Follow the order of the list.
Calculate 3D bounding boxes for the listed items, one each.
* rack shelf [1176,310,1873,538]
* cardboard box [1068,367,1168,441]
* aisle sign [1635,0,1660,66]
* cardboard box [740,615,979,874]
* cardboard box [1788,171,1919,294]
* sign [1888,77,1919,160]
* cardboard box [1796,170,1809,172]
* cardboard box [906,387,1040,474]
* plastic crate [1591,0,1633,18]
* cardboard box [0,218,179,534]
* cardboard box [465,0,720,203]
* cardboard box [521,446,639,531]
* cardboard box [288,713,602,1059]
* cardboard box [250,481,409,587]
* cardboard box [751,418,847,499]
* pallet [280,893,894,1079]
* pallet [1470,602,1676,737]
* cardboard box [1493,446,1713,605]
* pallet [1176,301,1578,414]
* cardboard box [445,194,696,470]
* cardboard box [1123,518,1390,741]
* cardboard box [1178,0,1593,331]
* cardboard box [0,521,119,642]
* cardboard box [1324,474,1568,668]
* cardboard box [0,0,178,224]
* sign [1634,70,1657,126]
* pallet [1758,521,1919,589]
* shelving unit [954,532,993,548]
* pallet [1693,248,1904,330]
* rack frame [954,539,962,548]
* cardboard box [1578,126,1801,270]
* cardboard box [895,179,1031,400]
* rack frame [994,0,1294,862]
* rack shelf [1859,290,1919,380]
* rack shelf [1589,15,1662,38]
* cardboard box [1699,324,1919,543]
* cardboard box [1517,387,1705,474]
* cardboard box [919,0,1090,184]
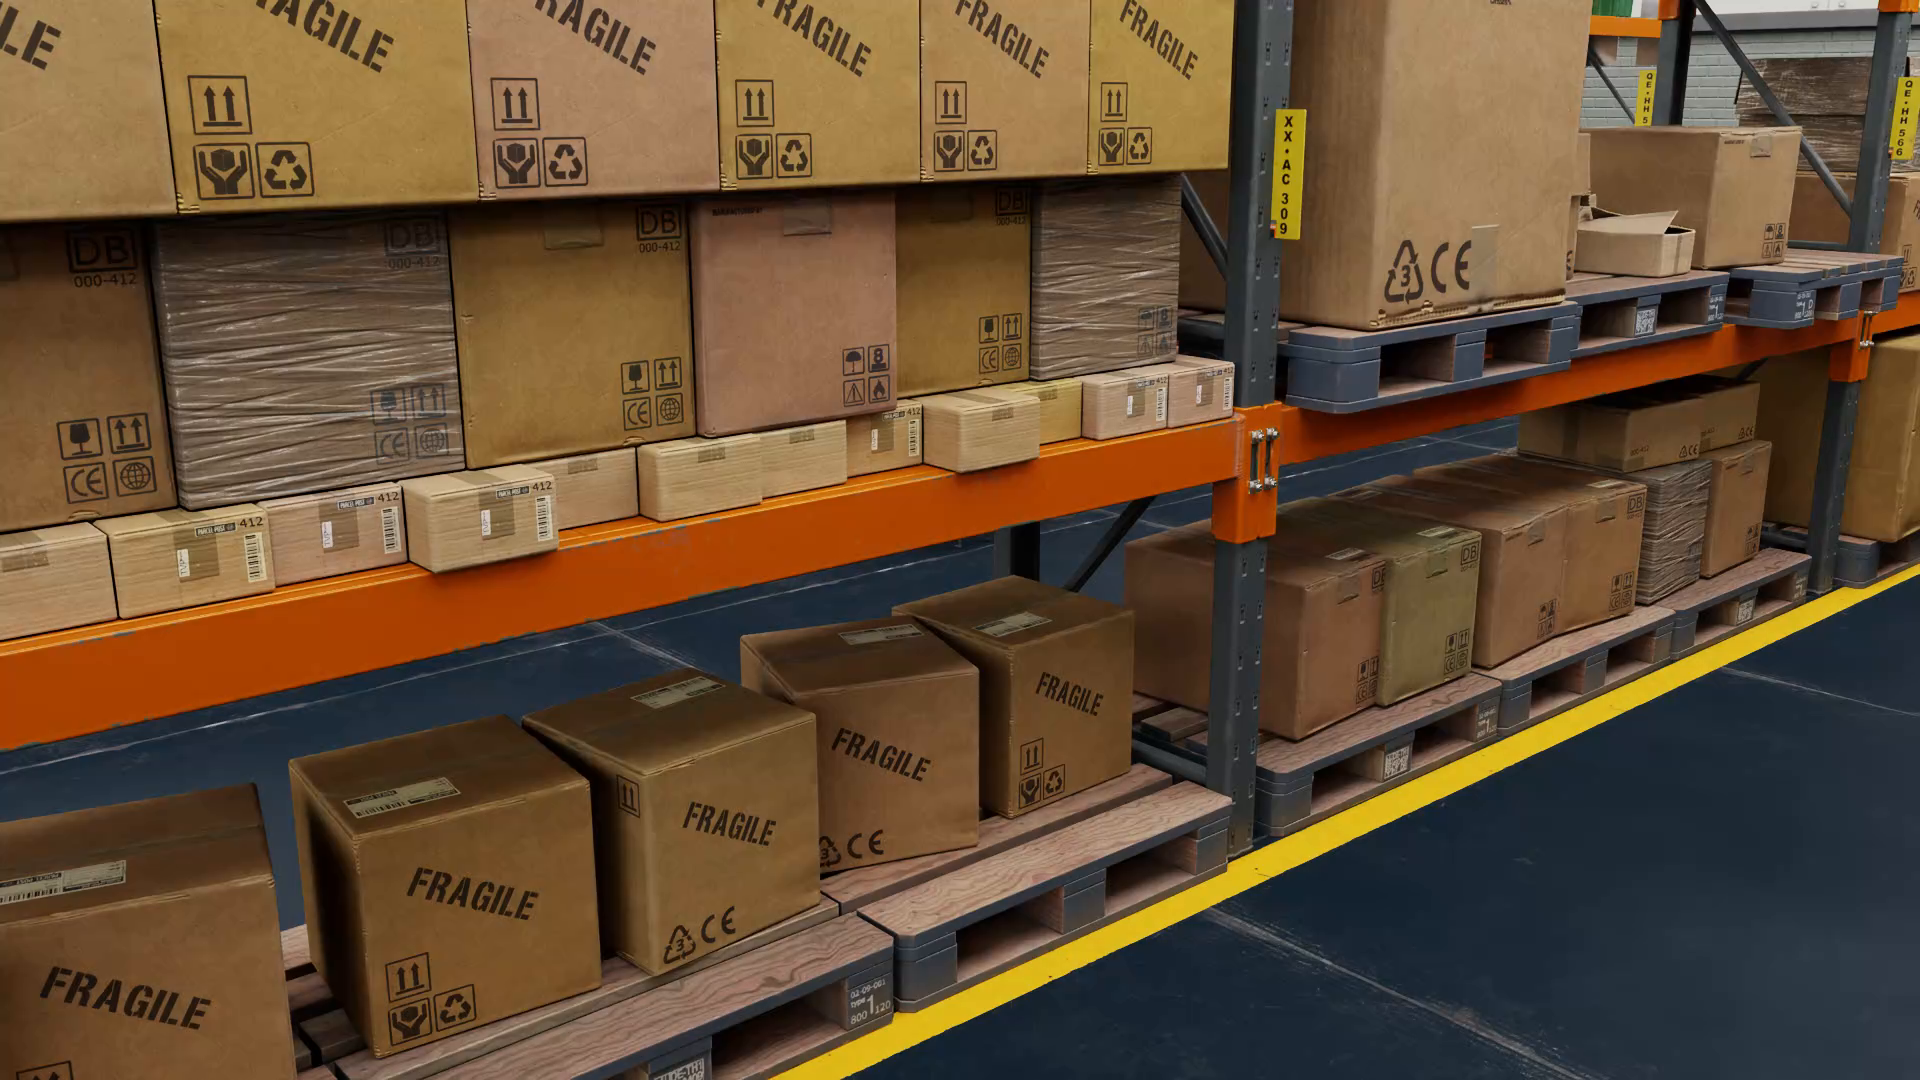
[{"bbox_3d":[1.989,-0.620,6.151,4.000,0.370,1.077,-13,19,-39],"label":"rack shelf"},{"bbox_3d":[0.316,-0.373,4.320,0.250,0.149,0.380,-13,19,-39],"label":"cardboard box"},{"bbox_3d":[6.528,-4.836,15.507,0.004,0.787,0.394,-13,19,-39],"label":"aisle sign"},{"bbox_3d":[-0.275,0.535,4.465,0.500,0.500,0.500,-6,16,-22],"label":"cardboard box"},{"bbox_3d":[4.043,-1.384,7.423,0.500,0.500,0.500,-12,19,-38],"label":"cardboard box"},{"bbox_3d":[3.861,-1.723,6.798,0.005,0.325,0.100,-13,19,-39],"label":"sign"},{"bbox_3d":[3.708,-1.486,7.807,0.500,0.500,0.500,-12,19,-38],"label":"cardboard box"},{"bbox_3d":[-0.027,-0.278,3.965,0.250,0.149,0.380,-13,19,-39],"label":"cardboard box"},{"bbox_3d":[5.725,-4.750,14.817,0.336,0.188,0.450,-13,19,-39],"label":"plastic crate"},{"bbox_3d":[-1.806,-0.339,2.935,0.500,0.500,0.875,-13,19,-39],"label":"cardboard box"},{"bbox_3d":[-0.812,-0.920,3.174,0.500,0.500,0.500,-13,19,-39],"label":"cardboard box"},{"bbox_3d":[-0.869,-0.135,3.428,0.250,0.149,0.380,-13,19,-39],"label":"cardboard box"},{"bbox_3d":[-1.142,0.741,3.692,0.500,0.500,0.500,-10,18,-34],"label":"cardboard box"},{"bbox_3d":[-1.227,-0.044,3.090,0.250,0.149,0.380,-13,19,-39],"label":"cardboard box"},{"bbox_3d":[-0.464,-0.211,3.715,0.250,0.149,0.380,-13,19,-39],"label":"cardboard box"},{"bbox_3d":[-0.924,1.047,3.920,1.213,0.211,1.003,-13,19,-39],"label":"pallet"},{"bbox_3d":[1.988,0.379,6.422,1.213,0.211,1.003,-13,19,-39],"label":"pallet"},{"bbox_3d":[2.596,-0.097,6.792,0.700,0.500,0.500,14,20,42],"label":"cardboard box"},{"bbox_3d":[1.153,-0.637,5.193,1.213,0.211,1.003,-13,19,-39],"label":"pallet"},{"bbox_3d":[-1.015,-0.497,3.529,0.500,0.500,0.875,-13,19,-39],"label":"cardboard box"},{"bbox_3d":[0.958,0.267,5.429,0.700,0.500,0.500,14,21,43],"label":"cardboard box"},{"bbox_3d":[1.172,-1.228,5.060,1.000,1.000,1.000,-12,19,-39],"label":"cardboard box"},{"bbox_3d":[-1.591,0.044,2.758,0.250,0.149,0.380,-13,19,-39],"label":"cardboard box"},{"bbox_3d":[1.752,0.095,6.073,0.700,0.500,0.500,14,20,42],"label":"cardboard box"},{"bbox_3d":[-1.561,-0.749,2.535,0.500,0.500,0.500,-13,19,-39],"label":"cardboard box"},{"bbox_3d":[3.131,-1.973,7.579,0.005,0.325,0.100,-13,19,-39],"label":"sign"},{"bbox_3d":[4.142,-0.078,8.131,1.213,0.211,1.003,-13,19,-39],"label":"pallet"},{"bbox_3d":[0.006,-0.436,8.139,0.210,0.900,0.258,-13,19,-39],"label":"shelving unit"},{"bbox_3d":[3.030,-1.072,6.822,1.003,0.211,1.213,-13,19,-39],"label":"pallet"},{"bbox_3d":[-0.071,-0.419,8.075,0.006,0.900,0.240,-13,19,-39],"label":"rack frame"},{"bbox_3d":[2.761,-1.344,6.461,0.500,0.500,0.700,-9,18,-31],"label":"cardboard box"},{"bbox_3d":[-0.300,-0.678,4.207,0.500,0.500,0.875,-13,19,-39],"label":"cardboard box"},{"bbox_3d":[0.481,-0.628,4.790,0.127,3.000,1.000,-13,19,-39],"label":"rack frame"},{"bbox_3d":[5.007,-1.297,8.688,4.000,0.370,1.077,-13,19,-39],"label":"rack shelf"},{"bbox_3d":[4.773,-4.388,14.447,4.000,0.370,1.077,-13,19,-39],"label":"rack shelf"},{"bbox_3d":[4.032,-0.595,7.969,0.875,0.875,1.225,-14,20,-42],"label":"cardboard box"},{"bbox_3d":[2.619,-0.462,6.705,0.500,0.250,0.500,-10,18,-33],"label":"cardboard box"},{"bbox_3d":[-0.055,-1.089,3.805,0.500,0.500,0.500,-13,19,-39],"label":"cardboard box"}]
